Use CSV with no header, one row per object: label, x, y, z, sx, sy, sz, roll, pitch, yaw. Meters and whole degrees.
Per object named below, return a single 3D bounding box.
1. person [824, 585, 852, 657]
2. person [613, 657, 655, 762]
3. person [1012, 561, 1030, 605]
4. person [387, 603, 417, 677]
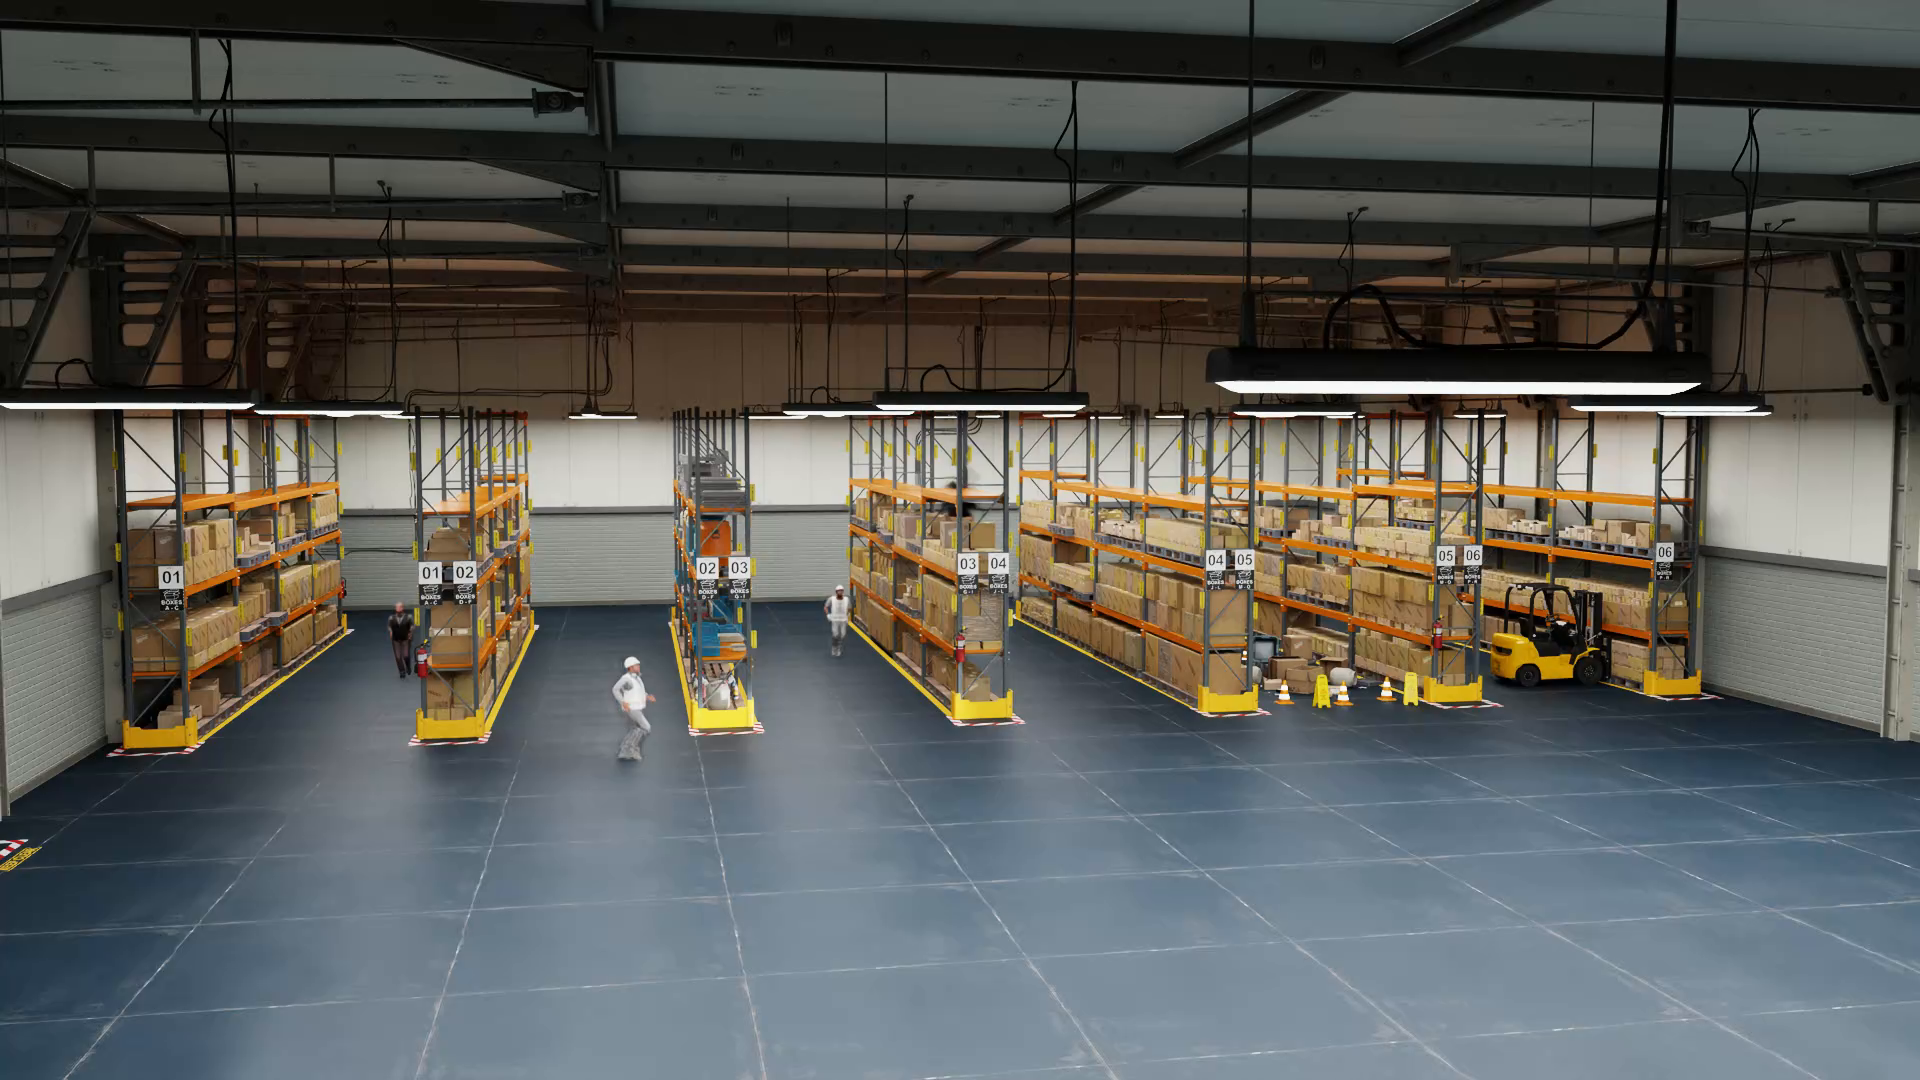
person,-2.923,1.975,40.281,0.656,1.748,0.641,-1,4,-16
person,-5.497,2.860,28.083,0.684,1.760,0.667,1,4,11
person,1.866,1.375,49.652,0.625,1.698,0.638,-1,4,-20
person,-12.455,2.241,37.052,0.635,1.676,0.564,-1,4,-10
